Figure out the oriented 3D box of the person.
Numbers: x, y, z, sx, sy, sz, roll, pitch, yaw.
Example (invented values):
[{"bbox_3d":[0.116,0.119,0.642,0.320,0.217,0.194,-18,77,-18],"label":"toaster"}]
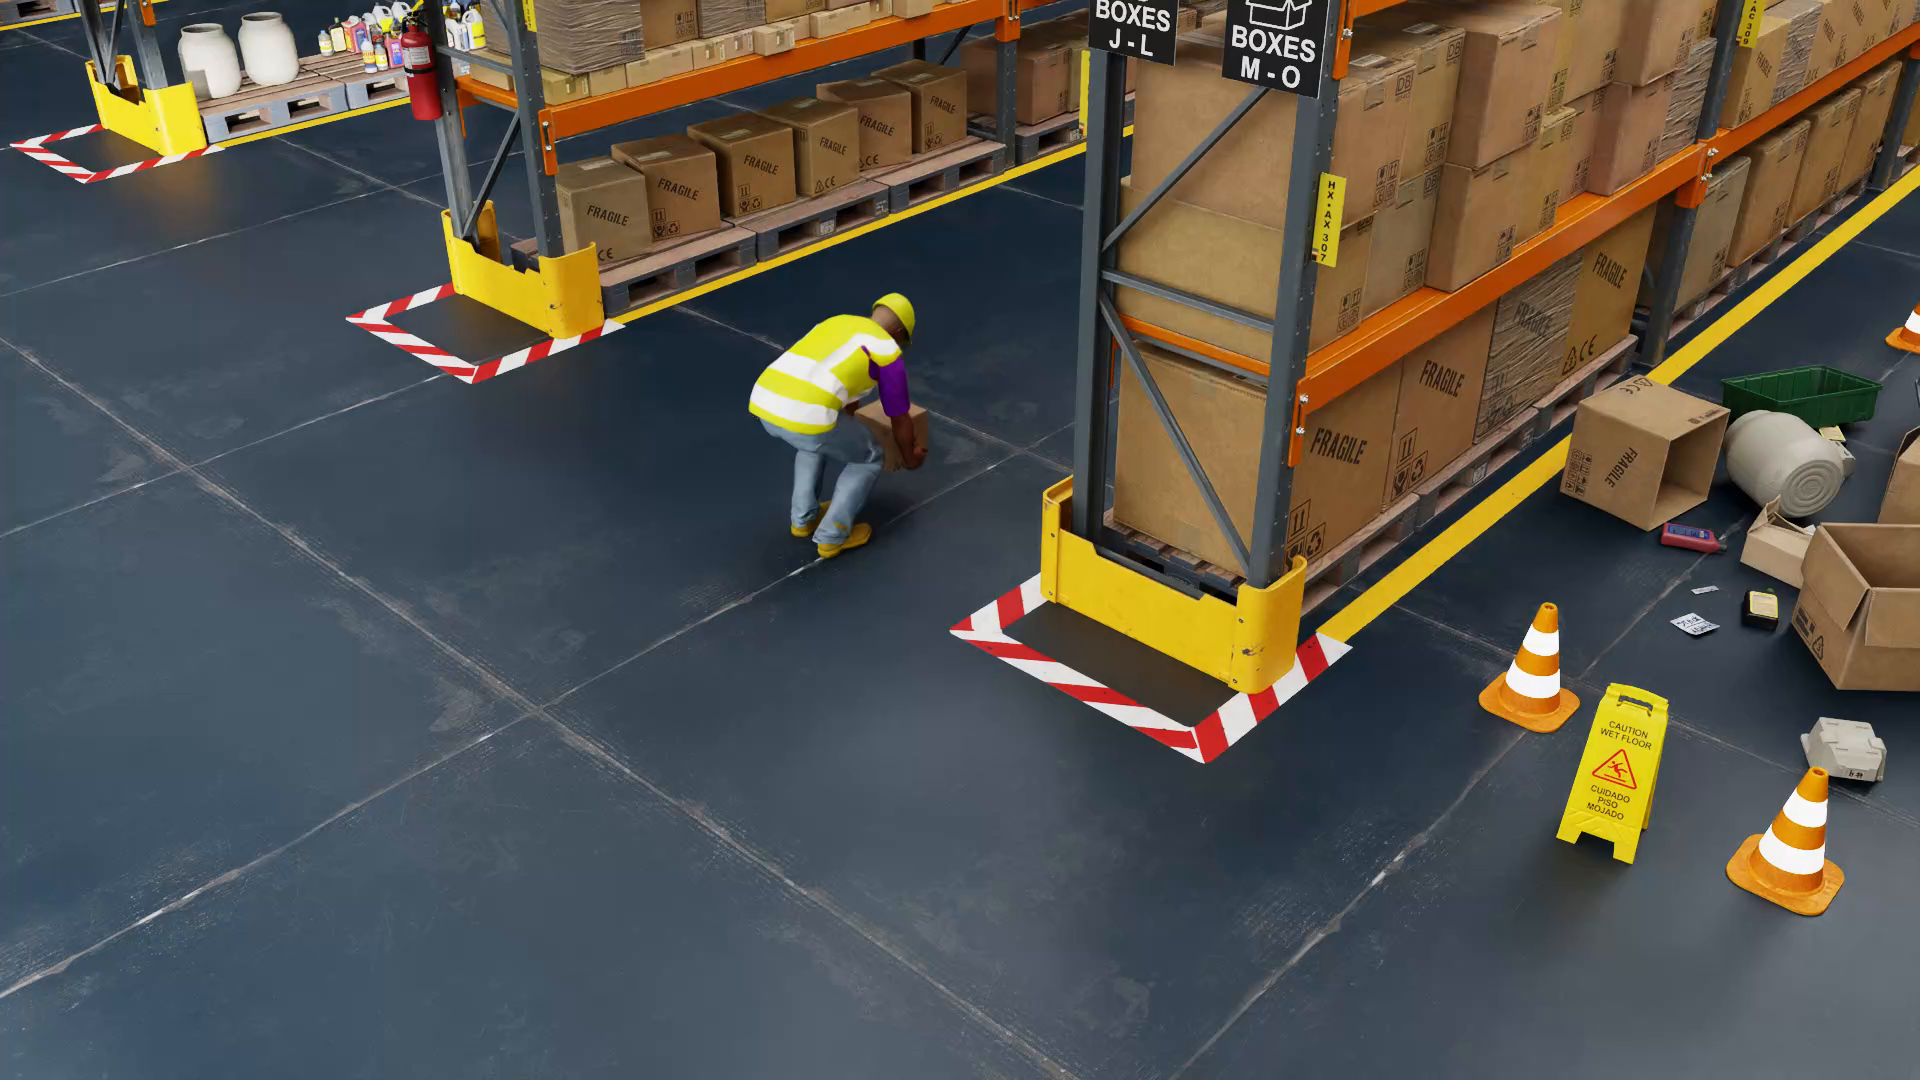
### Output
[{"bbox_3d":[-0.538,-0.536,7.697,0.522,1.042,0.965,23,38,33],"label":"person"}]
